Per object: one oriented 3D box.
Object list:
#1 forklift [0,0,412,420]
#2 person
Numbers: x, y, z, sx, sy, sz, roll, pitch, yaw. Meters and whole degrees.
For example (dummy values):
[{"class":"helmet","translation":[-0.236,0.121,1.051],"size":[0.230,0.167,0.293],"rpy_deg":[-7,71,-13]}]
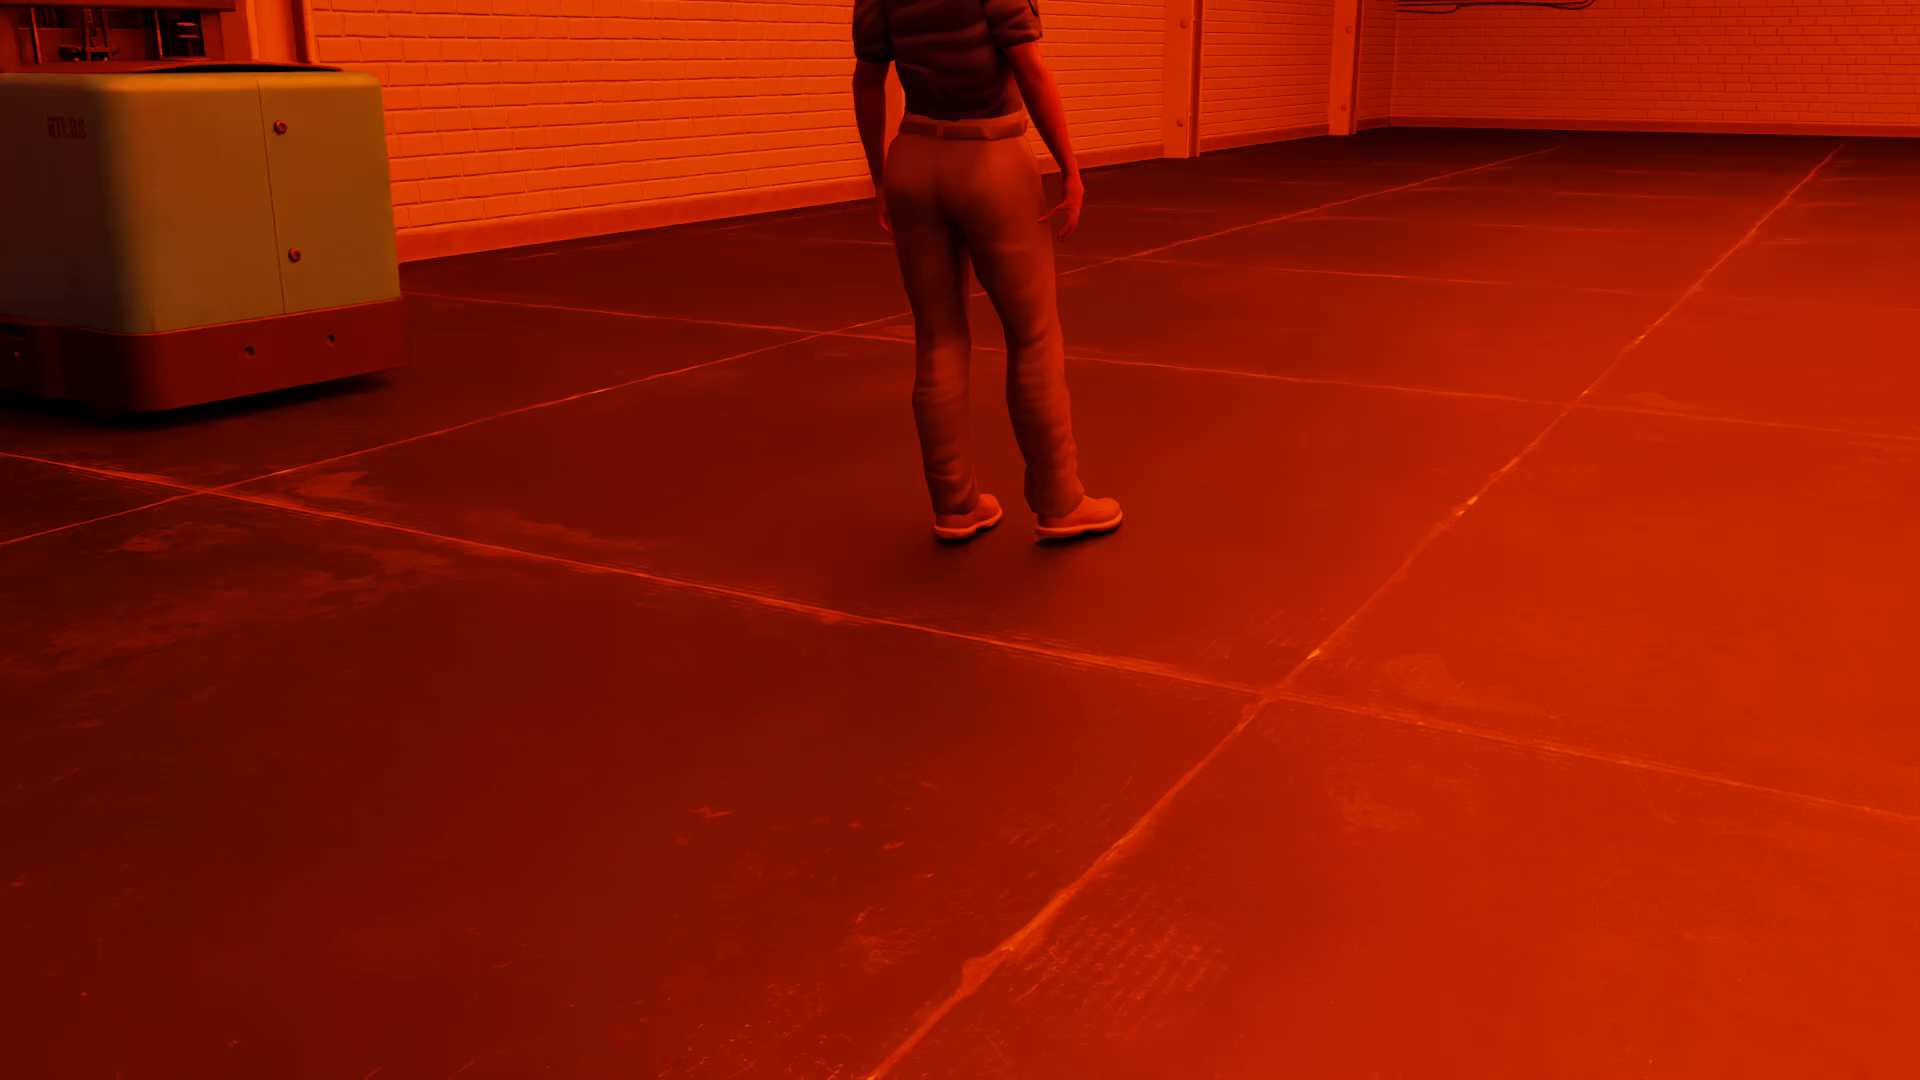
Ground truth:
[{"class":"forklift","translation":[-3.452,-2.084,5.928],"size":[3.031,2.935,1.130],"rpy_deg":[11,20,33]},{"class":"person","translation":[0.061,-0.820,3.869],"size":[0.569,1.656,0.503],"rpy_deg":[9,19,28]}]
